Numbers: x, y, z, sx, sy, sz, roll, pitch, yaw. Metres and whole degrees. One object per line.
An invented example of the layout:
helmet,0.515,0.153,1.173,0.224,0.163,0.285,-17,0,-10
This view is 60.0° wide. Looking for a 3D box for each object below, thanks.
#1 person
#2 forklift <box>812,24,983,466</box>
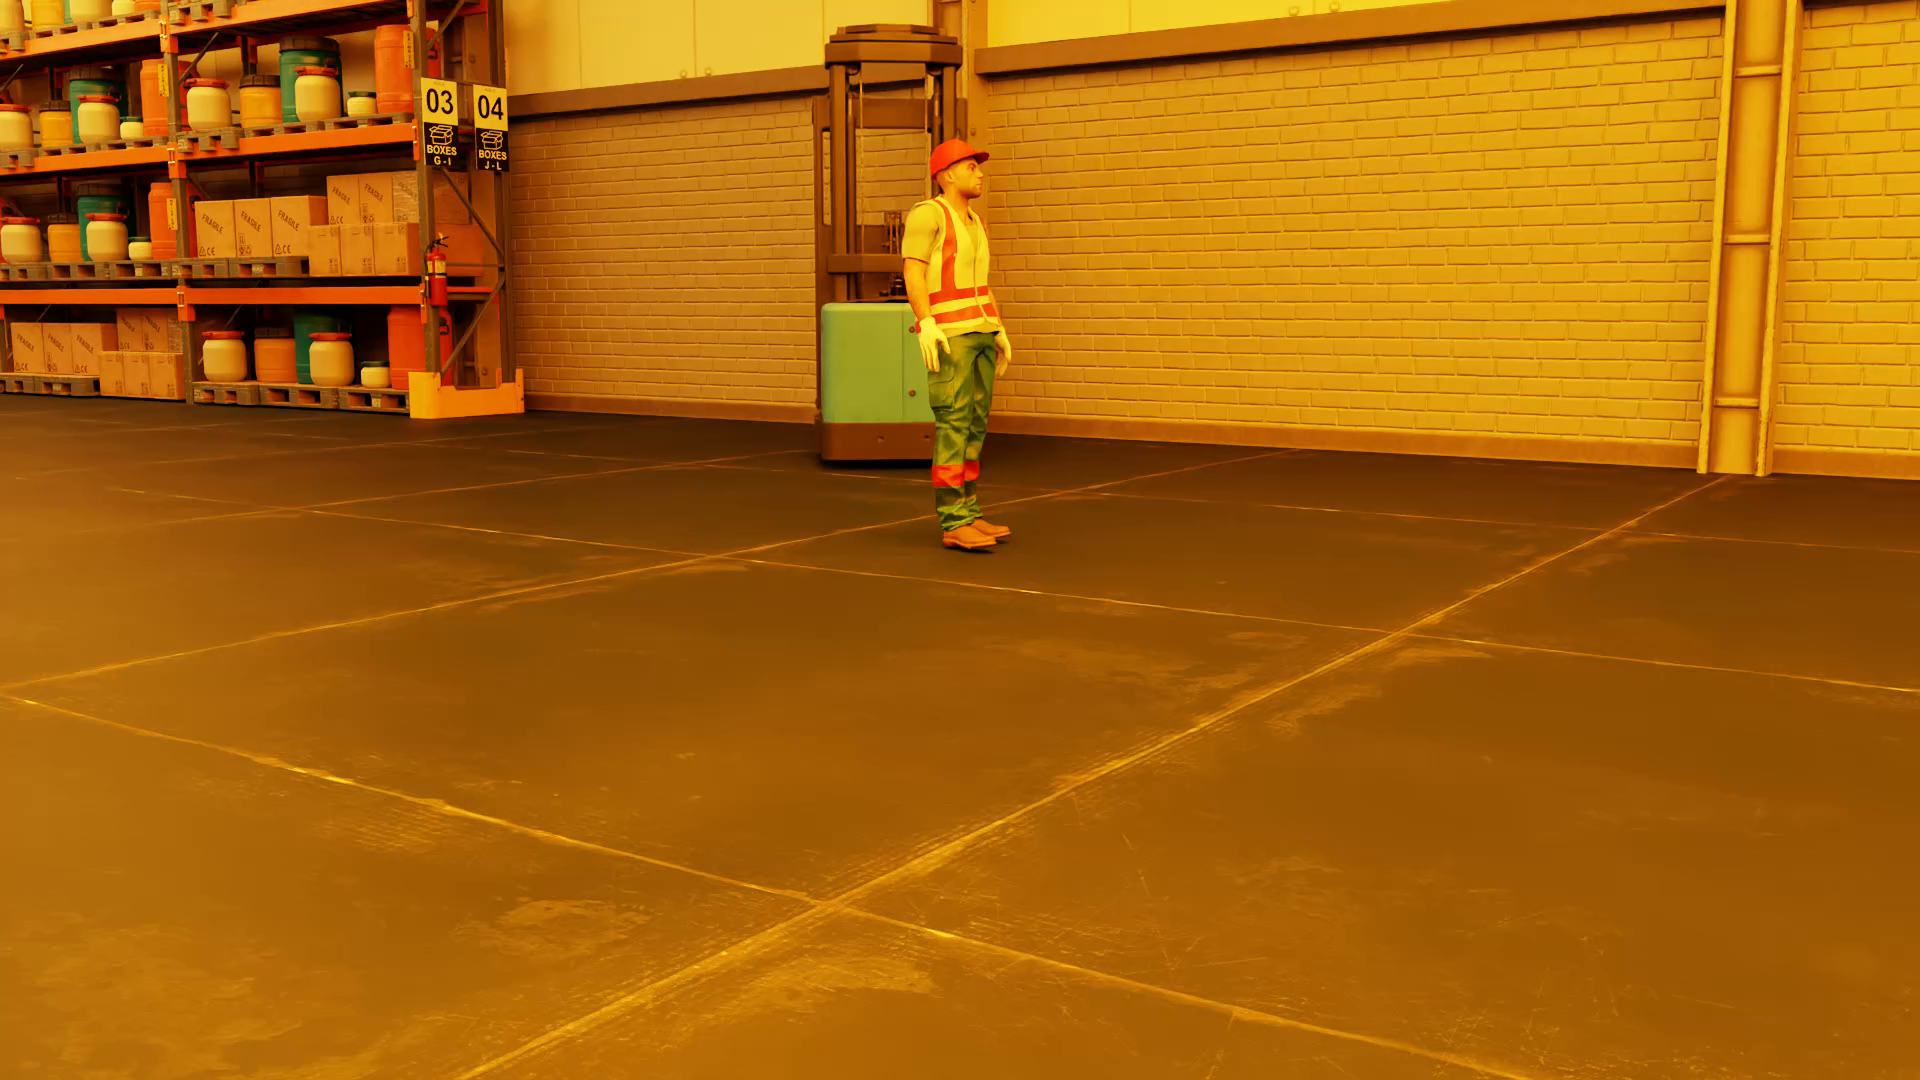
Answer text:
person,0.060,-0.885,7.422,0.562,1.790,0.637,5,10,34
forklift,-0.511,-2.111,12.041,1.130,2.935,3.031,-1,8,-6
